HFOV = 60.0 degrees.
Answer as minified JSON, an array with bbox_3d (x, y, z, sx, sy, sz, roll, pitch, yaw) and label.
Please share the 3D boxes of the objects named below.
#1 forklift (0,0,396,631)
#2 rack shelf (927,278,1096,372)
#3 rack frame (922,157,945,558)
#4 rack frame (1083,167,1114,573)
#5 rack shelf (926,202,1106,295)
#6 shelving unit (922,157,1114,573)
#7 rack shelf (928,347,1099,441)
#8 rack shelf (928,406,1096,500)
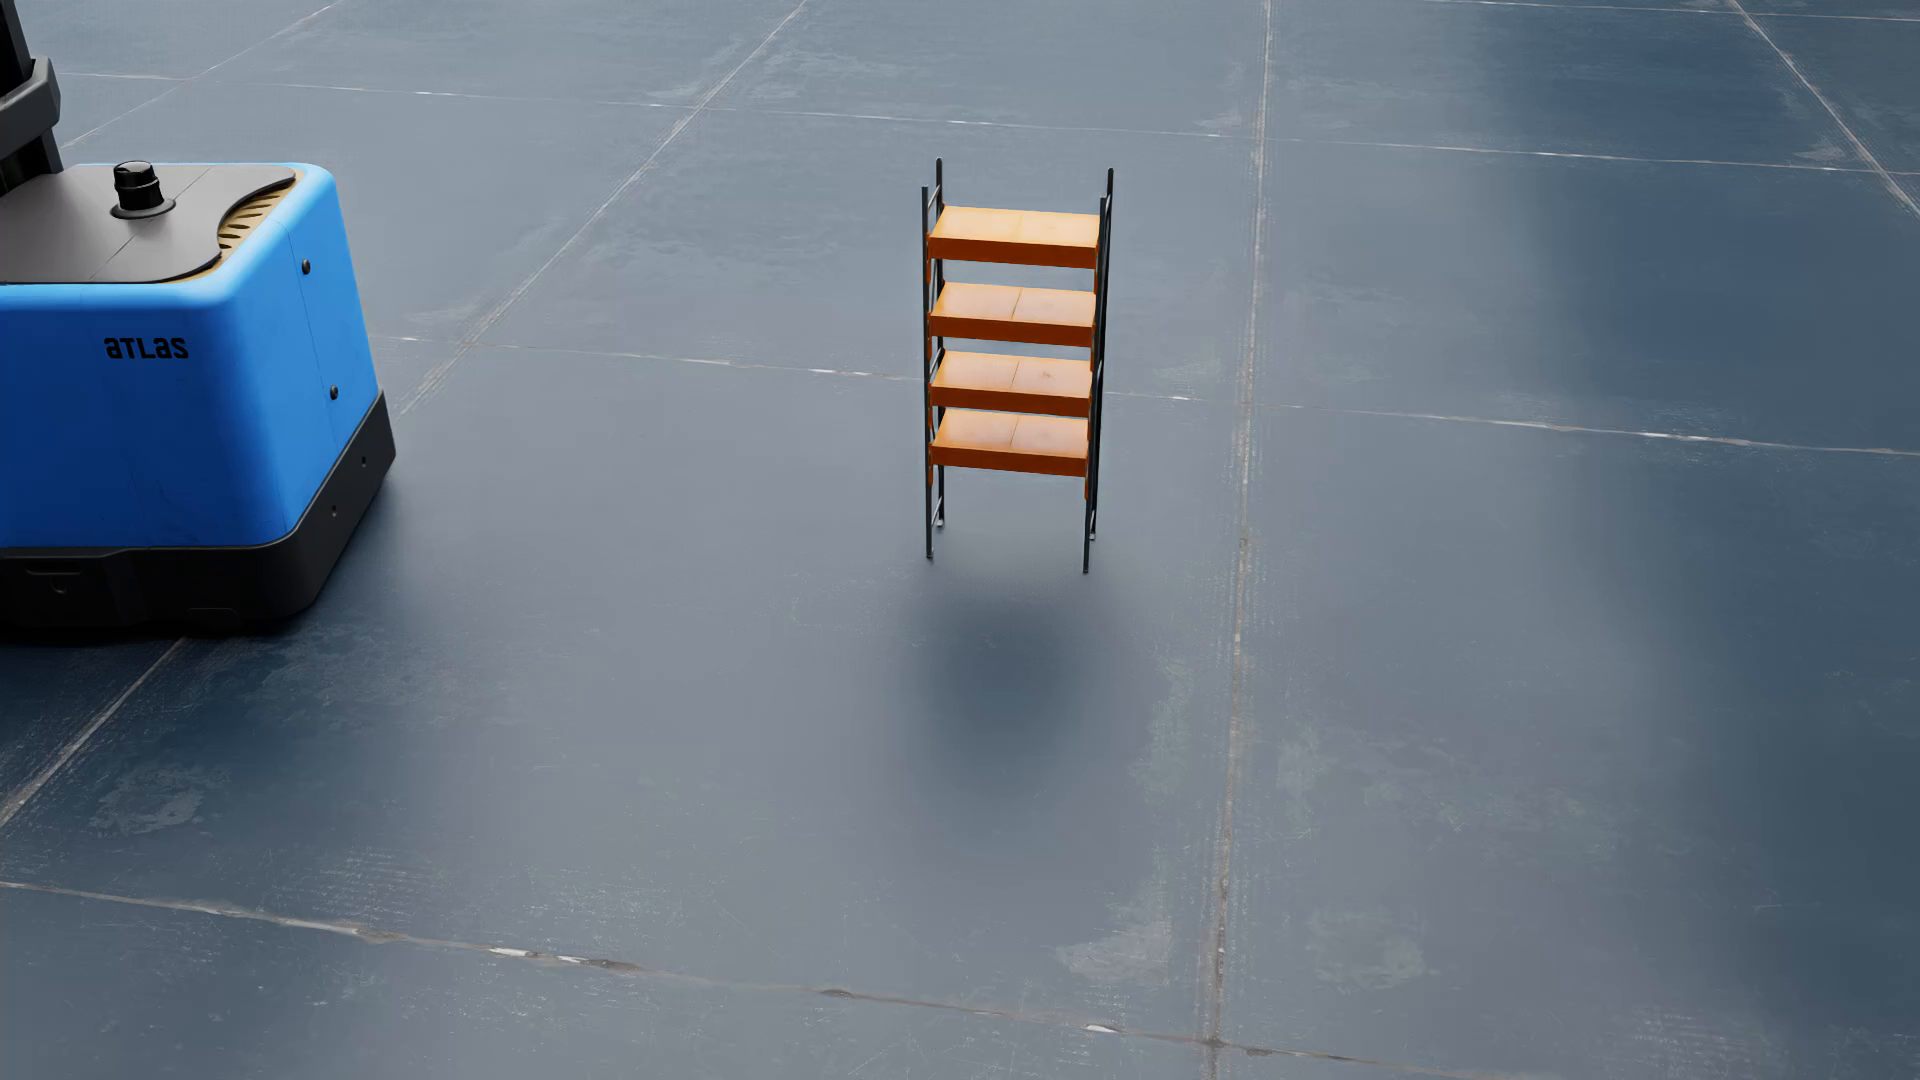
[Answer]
[{"bbox_3d":[-3.397,-1.226,4.446,3.031,2.935,1.130,0,32,0],"label":"forklift"},{"bbox_3d":[0.163,-0.626,4.825,0.480,0.148,0.258,5,32,8],"label":"rack shelf"},{"bbox_3d":[-0.077,-0.516,4.943,0.015,1.200,0.240,5,32,8],"label":"rack frame"},{"bbox_3d":[0.404,-0.472,4.873,0.015,1.200,0.240,5,32,8],"label":"rack frame"},{"bbox_3d":[0.163,-0.827,4.700,0.480,0.148,0.258,5,32,8],"label":"rack shelf"},{"bbox_3d":[0.163,-0.494,4.908,0.503,1.200,0.258,5,32,8],"label":"shelving unit"},{"bbox_3d":[0.163,-0.437,4.944,0.480,0.148,0.258,5,32,8],"label":"rack shelf"},{"bbox_3d":[0.163,-0.268,5.049,0.480,0.148,0.258,5,32,8],"label":"rack shelf"}]
